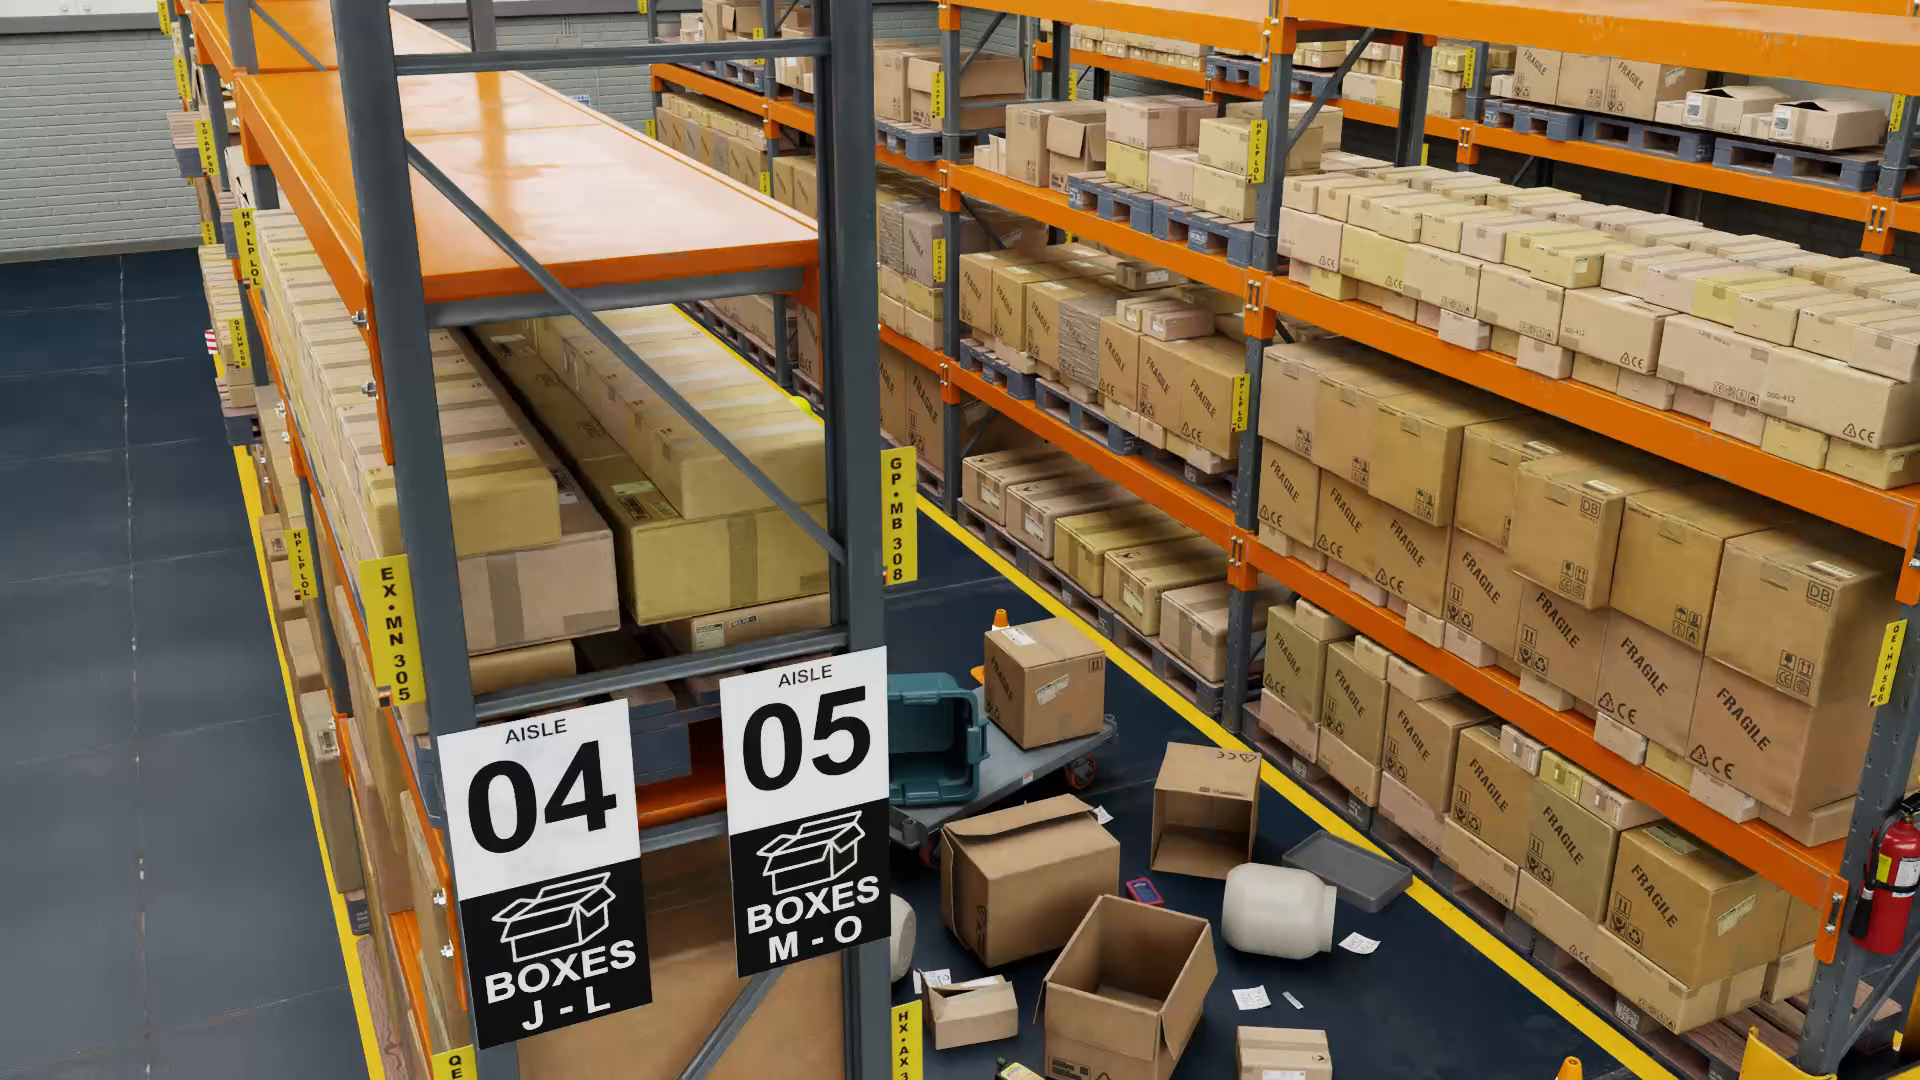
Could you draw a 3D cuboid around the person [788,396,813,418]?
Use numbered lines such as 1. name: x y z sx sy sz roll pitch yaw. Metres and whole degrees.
1. person: -1.006 -0.104 10.824 0.462 1.759 0.632 -12 25 -27
